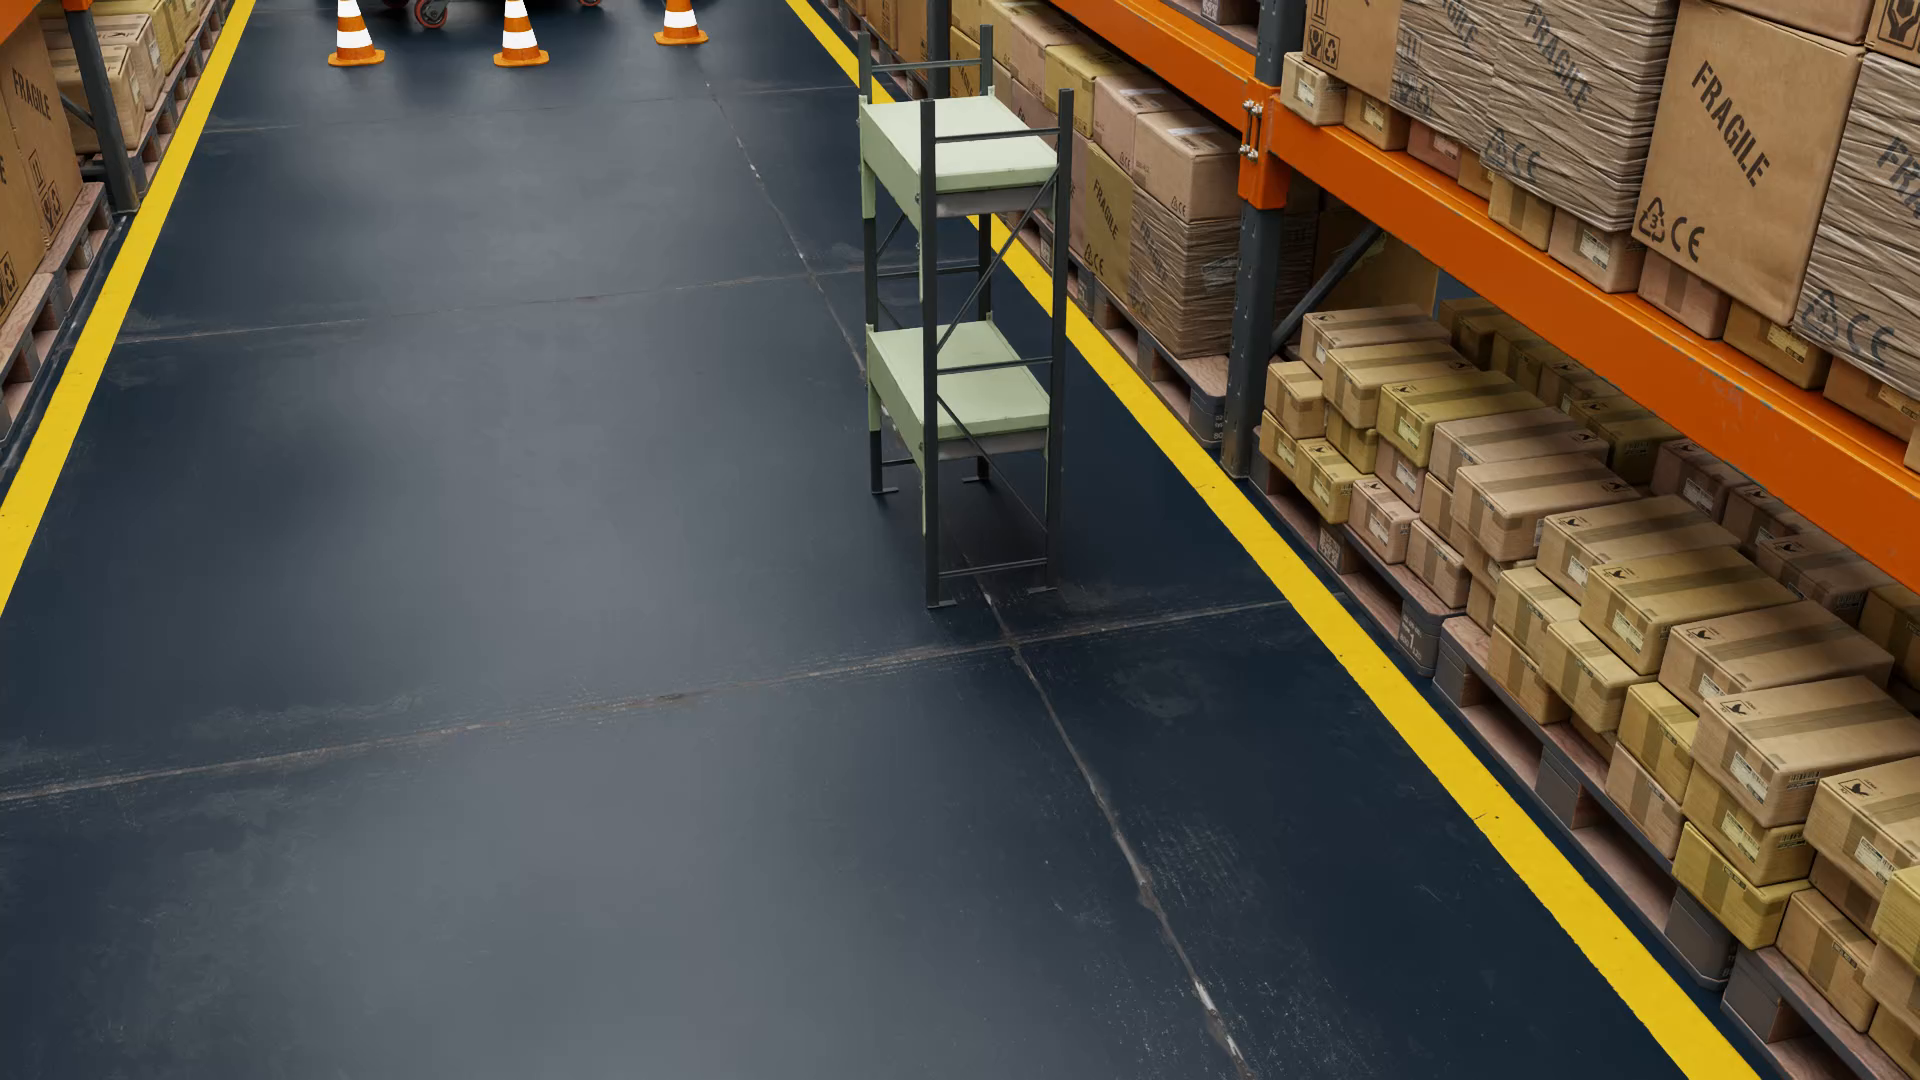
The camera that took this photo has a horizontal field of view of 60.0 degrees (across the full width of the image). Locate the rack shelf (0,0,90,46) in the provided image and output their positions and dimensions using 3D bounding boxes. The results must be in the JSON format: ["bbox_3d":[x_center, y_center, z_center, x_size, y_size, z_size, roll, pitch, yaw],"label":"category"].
[{"bbox_3d":[-3.892,-1.537,5.628,1.077,0.370,4.000,-8,31,-13],"label":"rack shelf"}]

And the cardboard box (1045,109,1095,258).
[{"bbox_3d":[0.678,-1.509,6.939,0.500,0.500,0.500,-9,31,-14],"label":"cardboard box"}]

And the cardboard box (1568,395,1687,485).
[{"bbox_3d":[1.903,-0.284,4.579,0.380,0.149,0.250,-7,31,-12],"label":"cardboard box"}]

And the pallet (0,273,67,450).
[{"bbox_3d":[-3.966,-0.628,6.124,1.003,0.211,1.213,-8,31,-13],"label":"pallet"}]

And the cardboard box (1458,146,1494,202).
[{"bbox_3d":[1.473,-0.931,4.115,0.380,0.149,0.250,-9,31,-15],"label":"cardboard box"}]

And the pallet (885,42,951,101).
[{"bbox_3d":[0.186,-2.705,9.712,1.003,0.211,1.213,-8,31,-13],"label":"pallet"}]

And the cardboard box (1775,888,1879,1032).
[{"bbox_3d":[1.875,0.801,3.298,0.380,0.149,0.250,-8,31,-13],"label":"cardboard box"}]

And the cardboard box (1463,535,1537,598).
[{"bbox_3d":[1.545,0.042,4.313,0.380,0.149,0.250,-6,31,-11],"label":"cardboard box"}]

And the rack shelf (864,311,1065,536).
[{"bbox_3d":[-0.002,-0.370,5.043,0.431,0.370,0.720,-8,31,-13],"label":"rack shelf"}]

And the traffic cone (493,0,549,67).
[{"bbox_3d":[-2.764,-3.228,10.365,0.336,0.463,0.334,-8,31,-13],"label":"traffic cone"}]

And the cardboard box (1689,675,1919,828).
[{"bbox_3d":[1.726,0.423,3.358,0.380,0.149,0.250,-7,31,-11],"label":"cardboard box"}]

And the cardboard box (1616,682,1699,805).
[{"bbox_3d":[1.692,0.424,3.653,0.380,0.149,0.250,-6,31,-11],"label":"cardboard box"}]

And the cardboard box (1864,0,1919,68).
[{"bbox_3d":[1.804,-0.944,2.492,0.500,0.500,0.500,-6,31,-11],"label":"cardboard box"}]

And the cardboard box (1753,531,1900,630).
[{"bbox_3d":[2.108,0.098,3.920,0.380,0.149,0.250,-8,31,-13],"label":"cardboard box"}]

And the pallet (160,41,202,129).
[{"bbox_3d":[-4.949,-2.573,9.484,1.003,0.211,1.213,-8,31,-13],"label":"pallet"}]

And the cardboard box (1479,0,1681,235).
[{"bbox_3d":[1.510,-1.002,3.590,0.500,0.500,0.500,-9,31,-14],"label":"cardboard box"}]

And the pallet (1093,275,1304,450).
[{"bbox_3d":[1.177,-0.758,6.349,1.003,0.211,1.213,-8,31,-13],"label":"pallet"}]

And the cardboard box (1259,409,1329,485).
[{"bbox_3d":[1.172,-0.318,5.232,0.380,0.149,0.250,-9,31,-15],"label":"cardboard box"}]

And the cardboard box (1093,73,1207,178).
[{"bbox_3d":[0.820,-1.590,6.329,0.500,0.250,0.500,-6,31,-11],"label":"cardboard box"}]

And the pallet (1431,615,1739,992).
[{"bbox_3d":[1.925,0.528,4.127,1.003,0.211,1.213,-8,31,-13],"label":"pallet"}]

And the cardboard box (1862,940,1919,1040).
[{"bbox_3d":[1.892,0.799,3.006,0.380,0.149,0.250,-9,31,-15],"label":"cardboard box"}]

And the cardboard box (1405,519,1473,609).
[{"bbox_3d":[1.474,0.039,4.614,0.380,0.149,0.250,-8,31,-14],"label":"cardboard box"}]

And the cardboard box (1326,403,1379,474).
[{"bbox_3d":[1.326,-0.338,4.969,0.380,0.149,0.250,-8,31,-13],"label":"cardboard box"}]

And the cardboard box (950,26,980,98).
[{"bbox_3d":[0.265,-2.245,8.211,0.500,0.500,0.500,-9,31,-15],"label":"cardboard box"}]

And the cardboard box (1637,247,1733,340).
[{"bbox_3d":[1.657,-0.547,3.451,0.380,0.149,0.250,-7,31,-11],"label":"cardboard box"}]

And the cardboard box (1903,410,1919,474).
[{"bbox_3d":[1.845,-0.164,2.789,0.380,0.149,0.250,-9,31,-15],"label":"cardboard box"}]

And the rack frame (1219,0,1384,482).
[{"bbox_3d":[1.385,-1.589,5.001,1.000,3.000,0.127,-8,31,-13],"label":"rack frame"}]

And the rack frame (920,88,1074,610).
[{"bbox_3d":[0.095,-0.476,4.574,0.400,1.500,0.023,-8,31,-13],"label":"rack frame"}]

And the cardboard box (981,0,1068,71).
[{"bbox_3d":[0.407,-2.335,7.618,0.500,0.250,0.500,-8,31,-14],"label":"cardboard box"}]

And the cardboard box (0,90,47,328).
[{"bbox_3d":[-4.087,-1.300,6.204,0.875,0.875,0.875,-7,31,-13],"label":"cardboard box"}]

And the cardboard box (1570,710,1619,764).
[{"bbox_3d":[1.699,0.420,3.957,0.380,0.149,0.250,-7,31,-12],"label":"cardboard box"}]

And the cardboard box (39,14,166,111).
[{"bbox_3d":[-4.767,-2.488,8.758,0.950,0.372,0.625,-8,31,-14],"label":"cardboard box"}]

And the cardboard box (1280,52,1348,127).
[{"bbox_3d":[1.144,-1.300,4.752,0.380,0.149,0.250,-7,31,-11],"label":"cardboard box"}]

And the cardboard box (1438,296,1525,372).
[{"bbox_3d":[1.730,-0.657,5.224,0.380,0.149,0.250,-7,31,-12],"label":"cardboard box"}]

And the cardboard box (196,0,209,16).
[{"bbox_3d":[-5.343,-3.537,10.571,0.950,0.372,0.625,-7,31,-13],"label":"cardboard box"}]

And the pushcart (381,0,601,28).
[{"bbox_3d":[-3.299,-3.938,11.677,1.648,0.377,0.936,-20,35,-30],"label":"pushcart"}]

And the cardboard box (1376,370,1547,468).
[{"bbox_3d":[1.407,-0.344,4.683,0.380,0.149,0.250,-8,31,-14],"label":"cardboard box"}]

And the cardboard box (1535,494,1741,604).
[{"bbox_3d":[1.639,0.033,4.031,0.380,0.149,0.250,-9,31,-15],"label":"cardboard box"}]

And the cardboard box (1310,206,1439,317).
[{"bbox_3d":[1.444,-1.081,6.199,0.500,0.500,0.500,-7,31,-11],"label":"cardboard box"}]

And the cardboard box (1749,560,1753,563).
[{"bbox_3d":[2.057,0.087,4.235,0.380,0.149,0.250,-9,31,-16],"label":"cardboard box"}]

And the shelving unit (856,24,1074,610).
[{"bbox_3d":[-0.002,-0.652,4.880,0.431,1.500,0.755,-8,31,-13],"label":"shelving unit"}]

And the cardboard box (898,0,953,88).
[{"bbox_3d":[0.248,-3.035,9.326,1.050,0.750,0.750,-8,31,-14],"label":"cardboard box"}]
